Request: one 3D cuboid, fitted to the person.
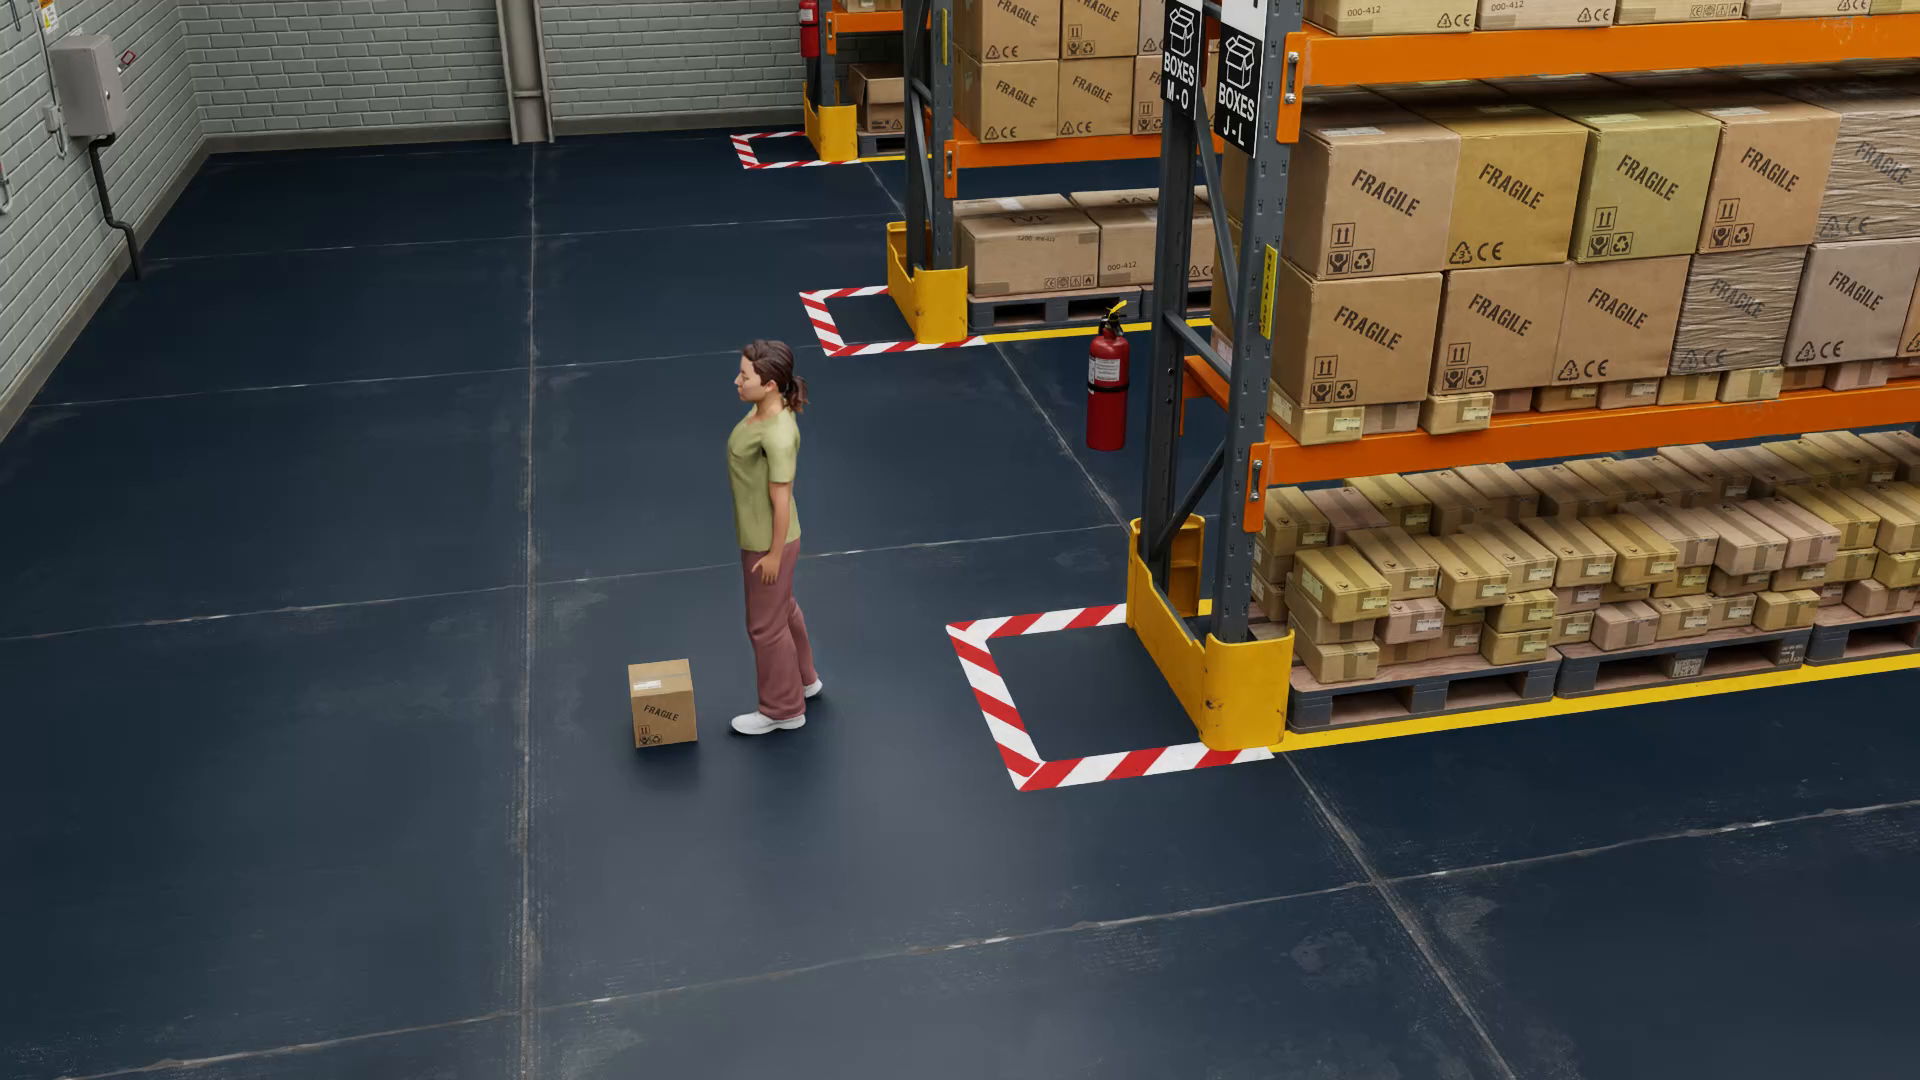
[{"bbox_3d":[-0.764,0.025,6.642,0.406,1.731,0.441,-5,27,-10],"label":"person"}]
